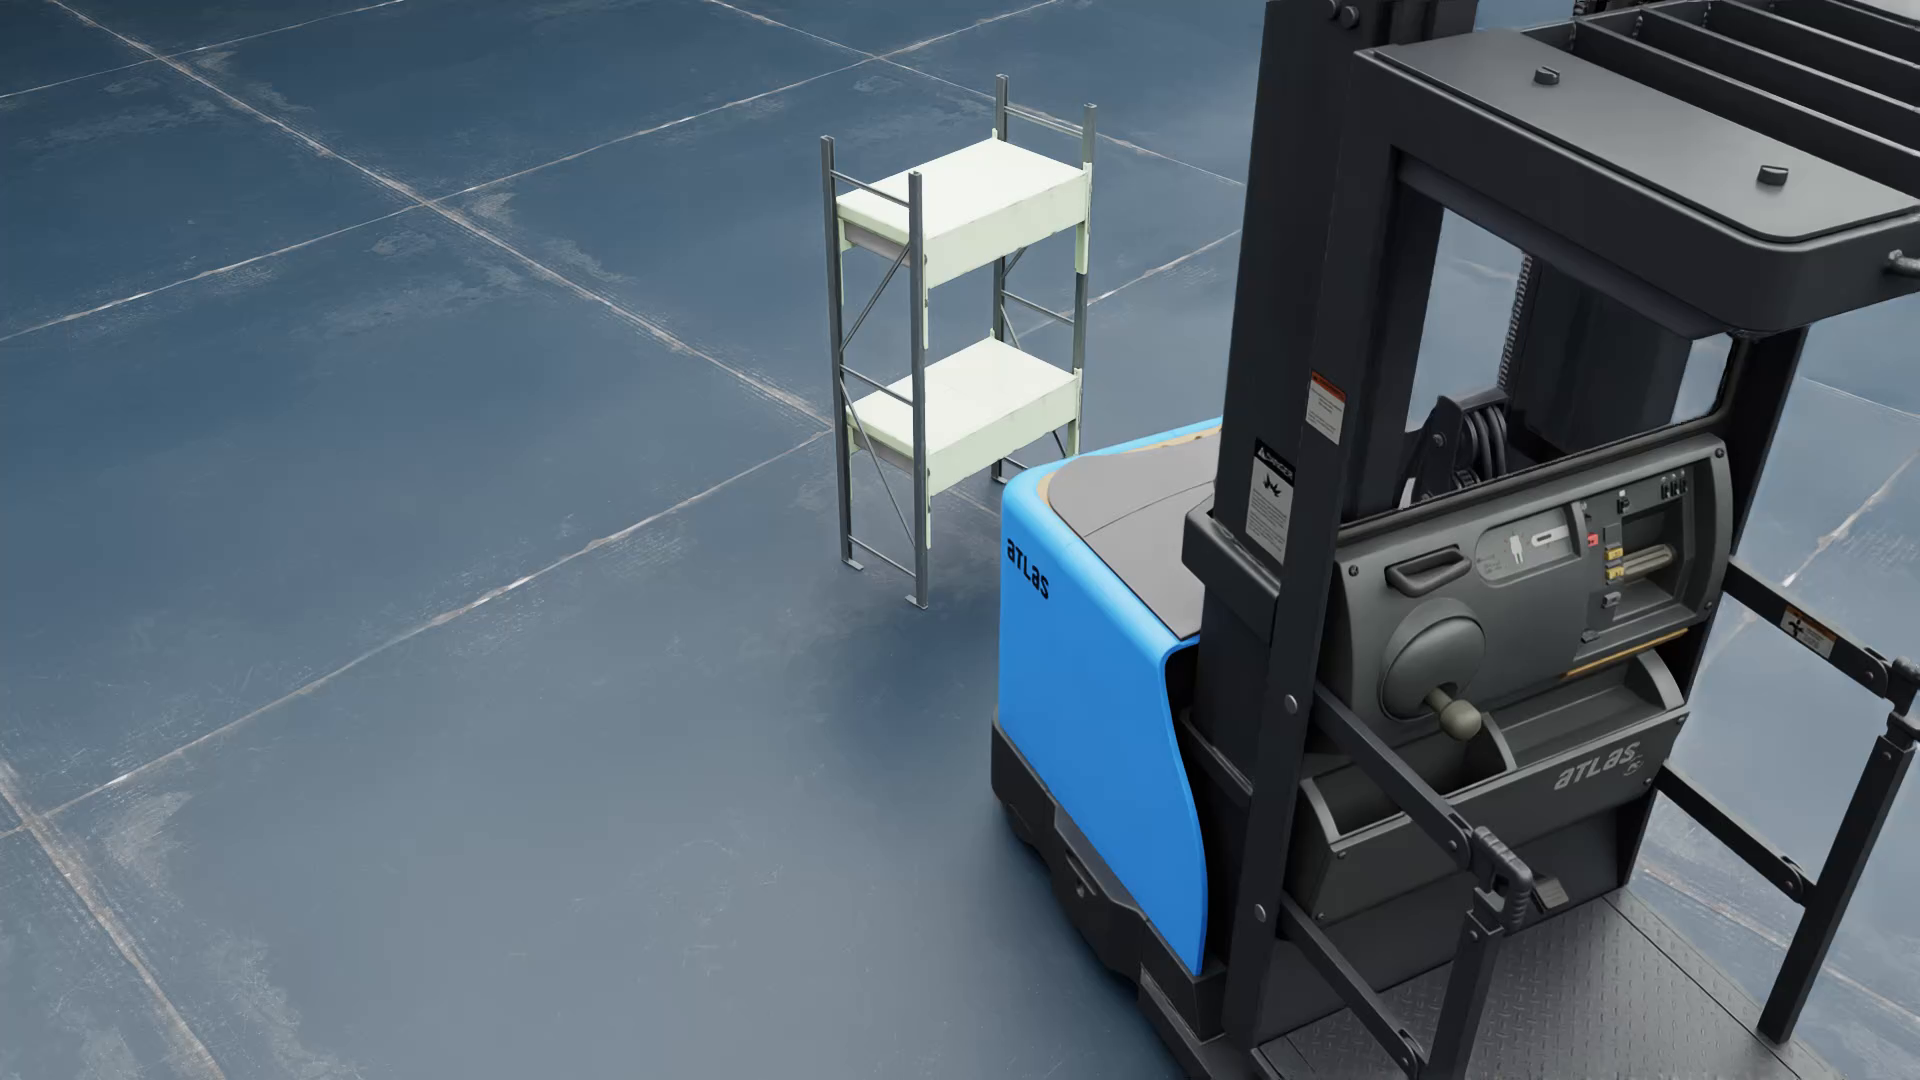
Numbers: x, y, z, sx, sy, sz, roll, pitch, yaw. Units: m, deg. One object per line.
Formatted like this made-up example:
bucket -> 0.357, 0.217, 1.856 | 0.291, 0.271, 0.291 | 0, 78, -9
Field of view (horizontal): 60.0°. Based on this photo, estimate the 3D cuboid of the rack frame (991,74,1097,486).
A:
rack frame -> 0.263, -0.766, 5.538 | 0.400, 1.500, 0.023 | 30, 45, 35

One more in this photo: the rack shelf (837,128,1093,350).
rack shelf -> 0.005, -0.938, 5.102 | 0.431, 0.370, 0.720 | 30, 45, 35

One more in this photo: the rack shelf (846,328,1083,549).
rack shelf -> 0.005, -0.350, 5.511 | 0.431, 0.370, 0.720 | 30, 45, 35

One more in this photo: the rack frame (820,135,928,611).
rack frame -> -0.253, -0.469, 5.112 | 0.400, 1.500, 0.023 | 30, 45, 35

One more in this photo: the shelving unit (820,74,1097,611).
shelving unit -> 0.005, -0.618, 5.325 | 0.431, 1.500, 0.755 | 30, 45, 35

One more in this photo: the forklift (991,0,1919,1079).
forklift -> 1.194, 0.149, 2.974 | 1.130, 2.935, 3.031 | -16, 38, -21
